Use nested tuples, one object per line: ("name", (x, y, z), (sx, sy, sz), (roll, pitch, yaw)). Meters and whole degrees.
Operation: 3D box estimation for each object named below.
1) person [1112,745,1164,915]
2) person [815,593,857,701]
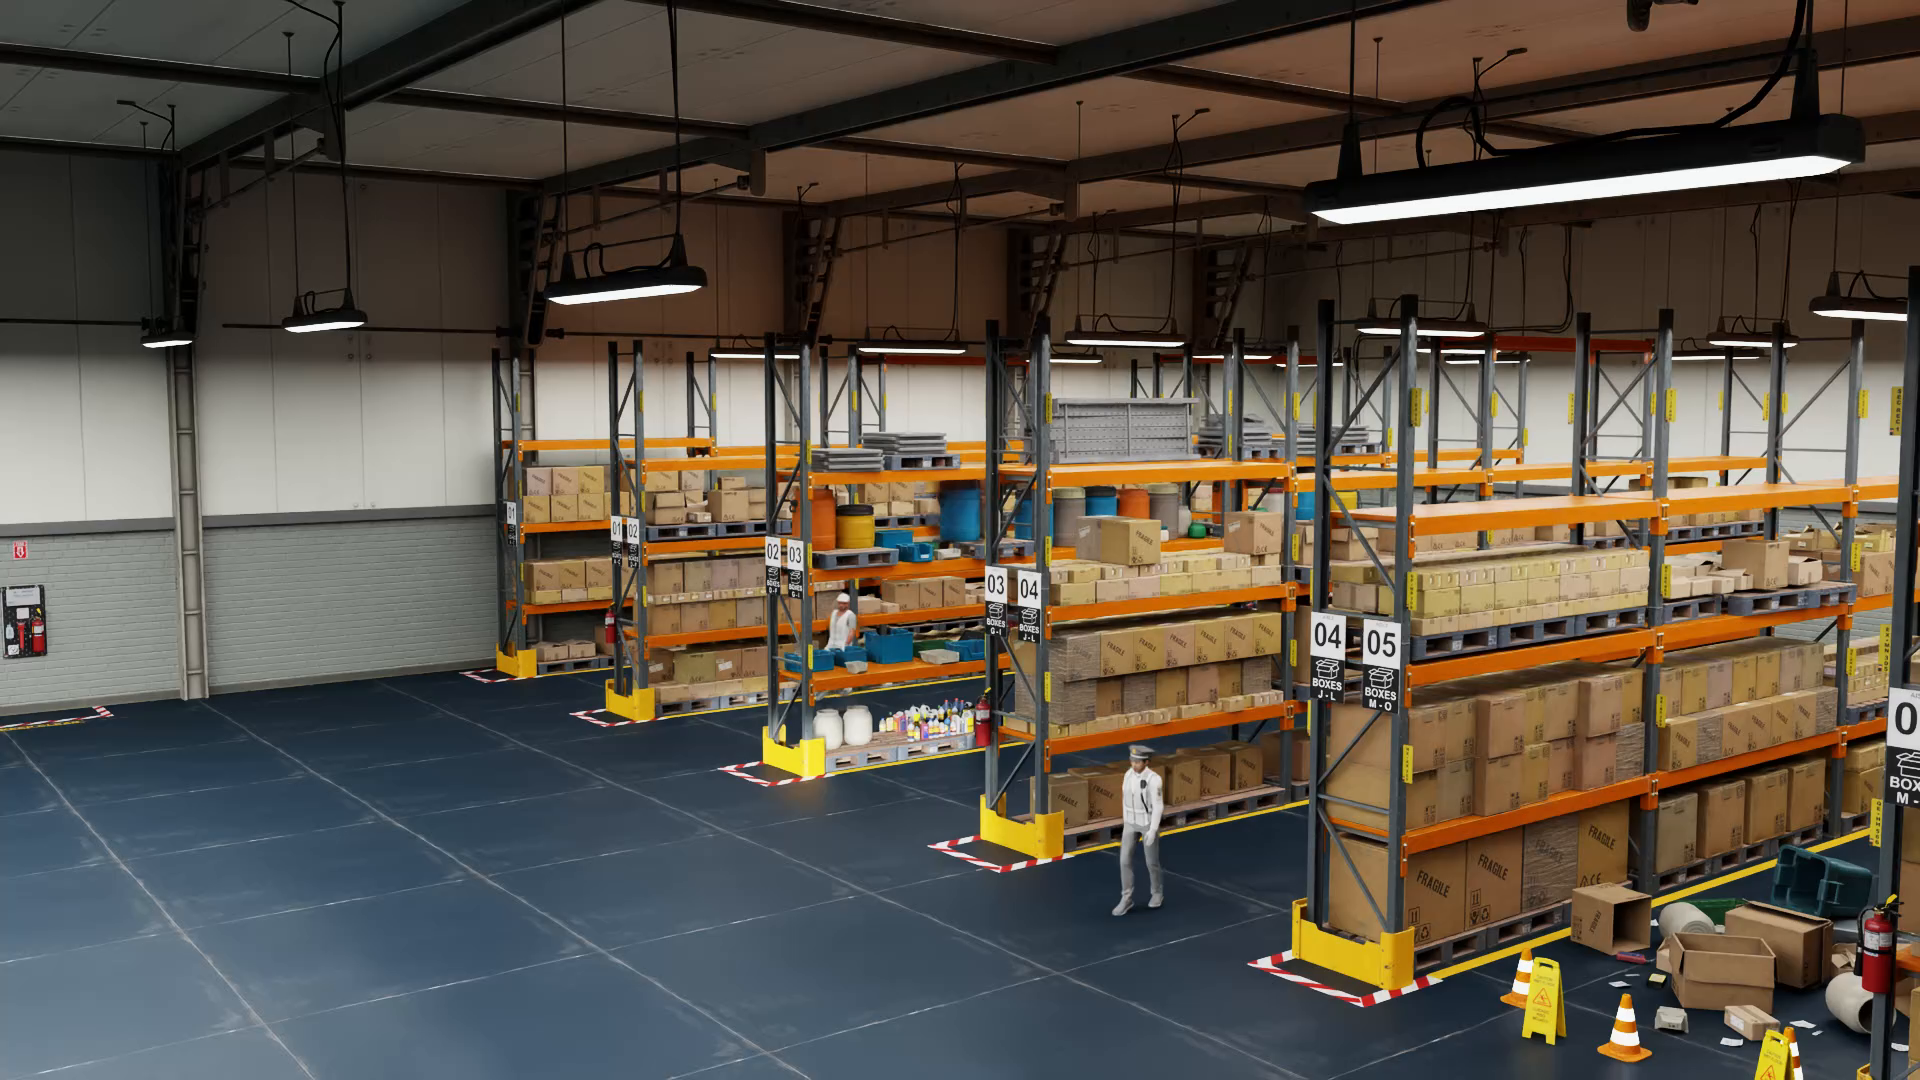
("person", (1.818, 2.887, 16.636), (0.532, 1.690, 0.628), (4, 7, 41))
("person", (-2.021, 1.722, 26.844), (0.561, 1.704, 0.675), (3, 6, 32))
